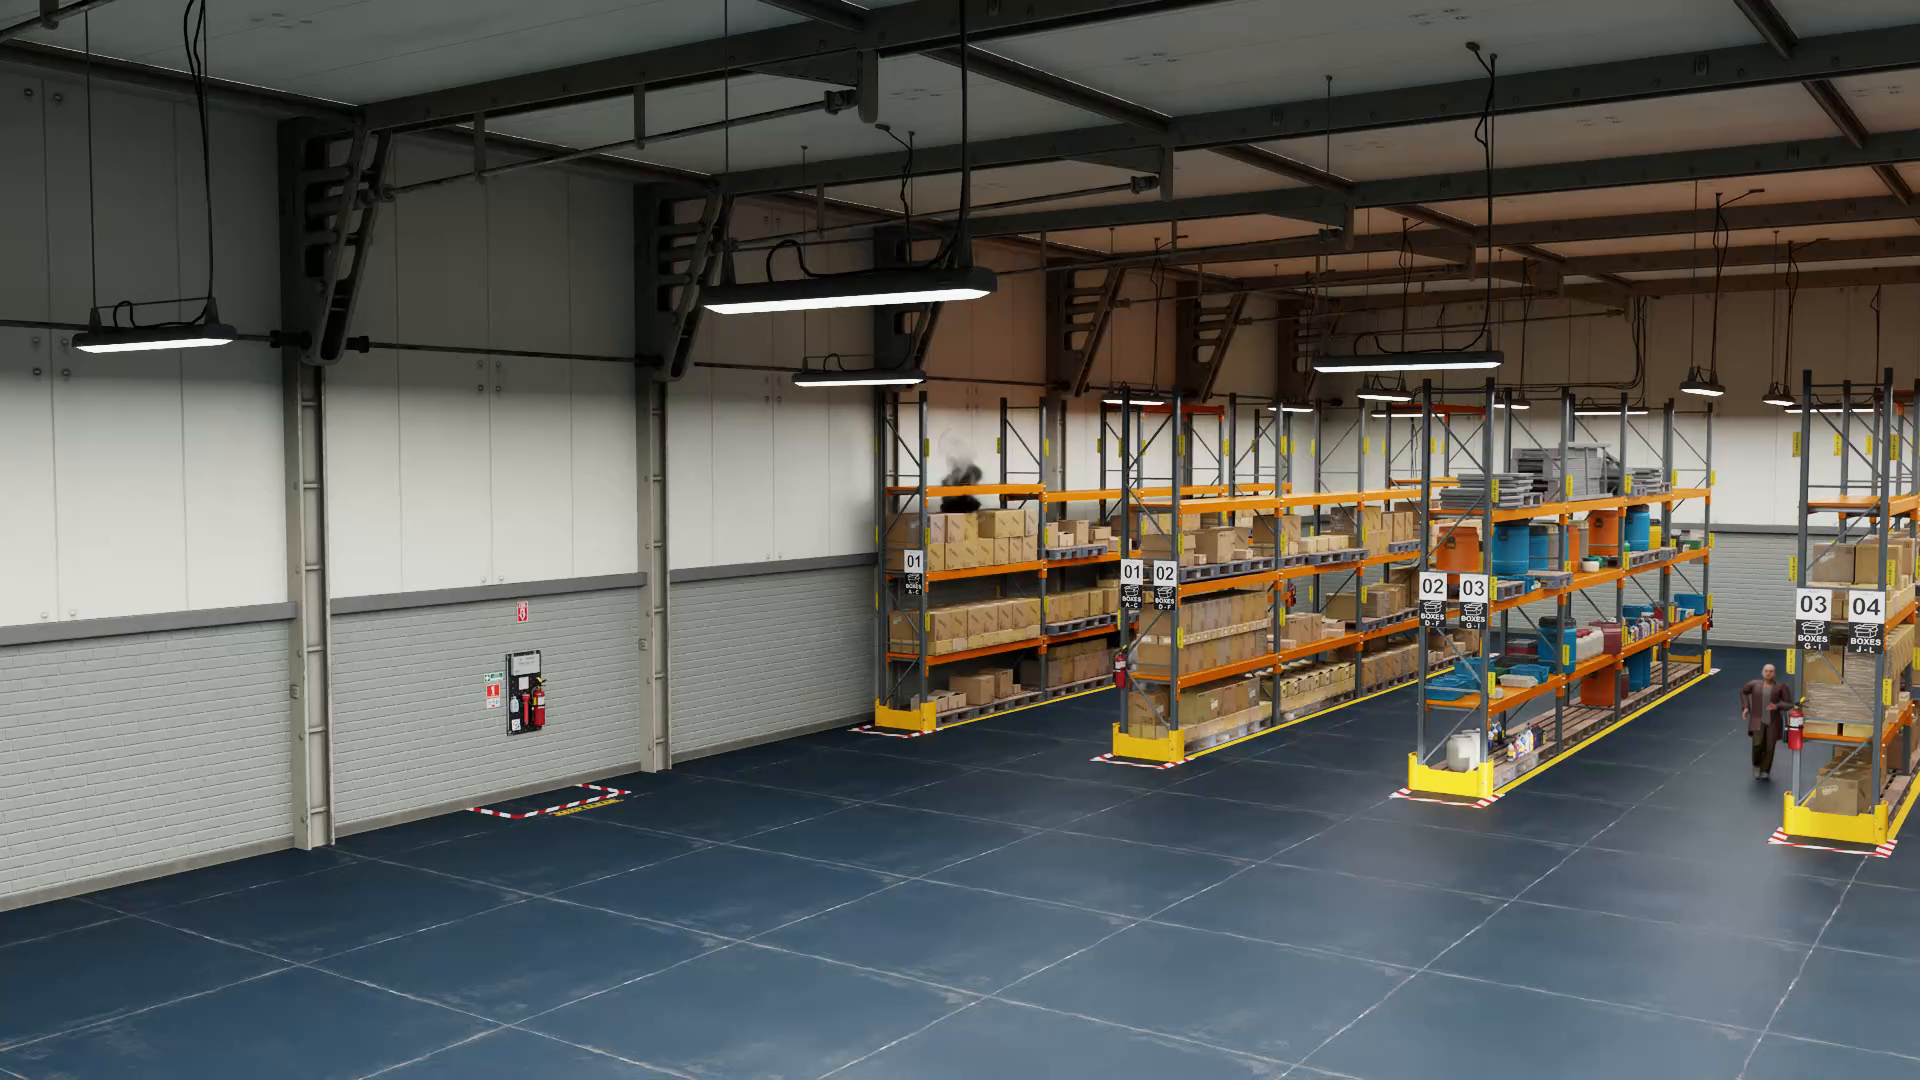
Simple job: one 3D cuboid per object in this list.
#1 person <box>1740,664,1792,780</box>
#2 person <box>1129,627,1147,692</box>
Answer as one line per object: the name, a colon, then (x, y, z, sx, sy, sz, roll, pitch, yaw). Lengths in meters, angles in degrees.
person: (12.058, 2.730, 24.899, 0.697, 1.744, 0.676, 1, 3, 24)
person: (3.365, 2.441, 30.879, 0.618, 1.664, 0.890, 1, 3, 22)
